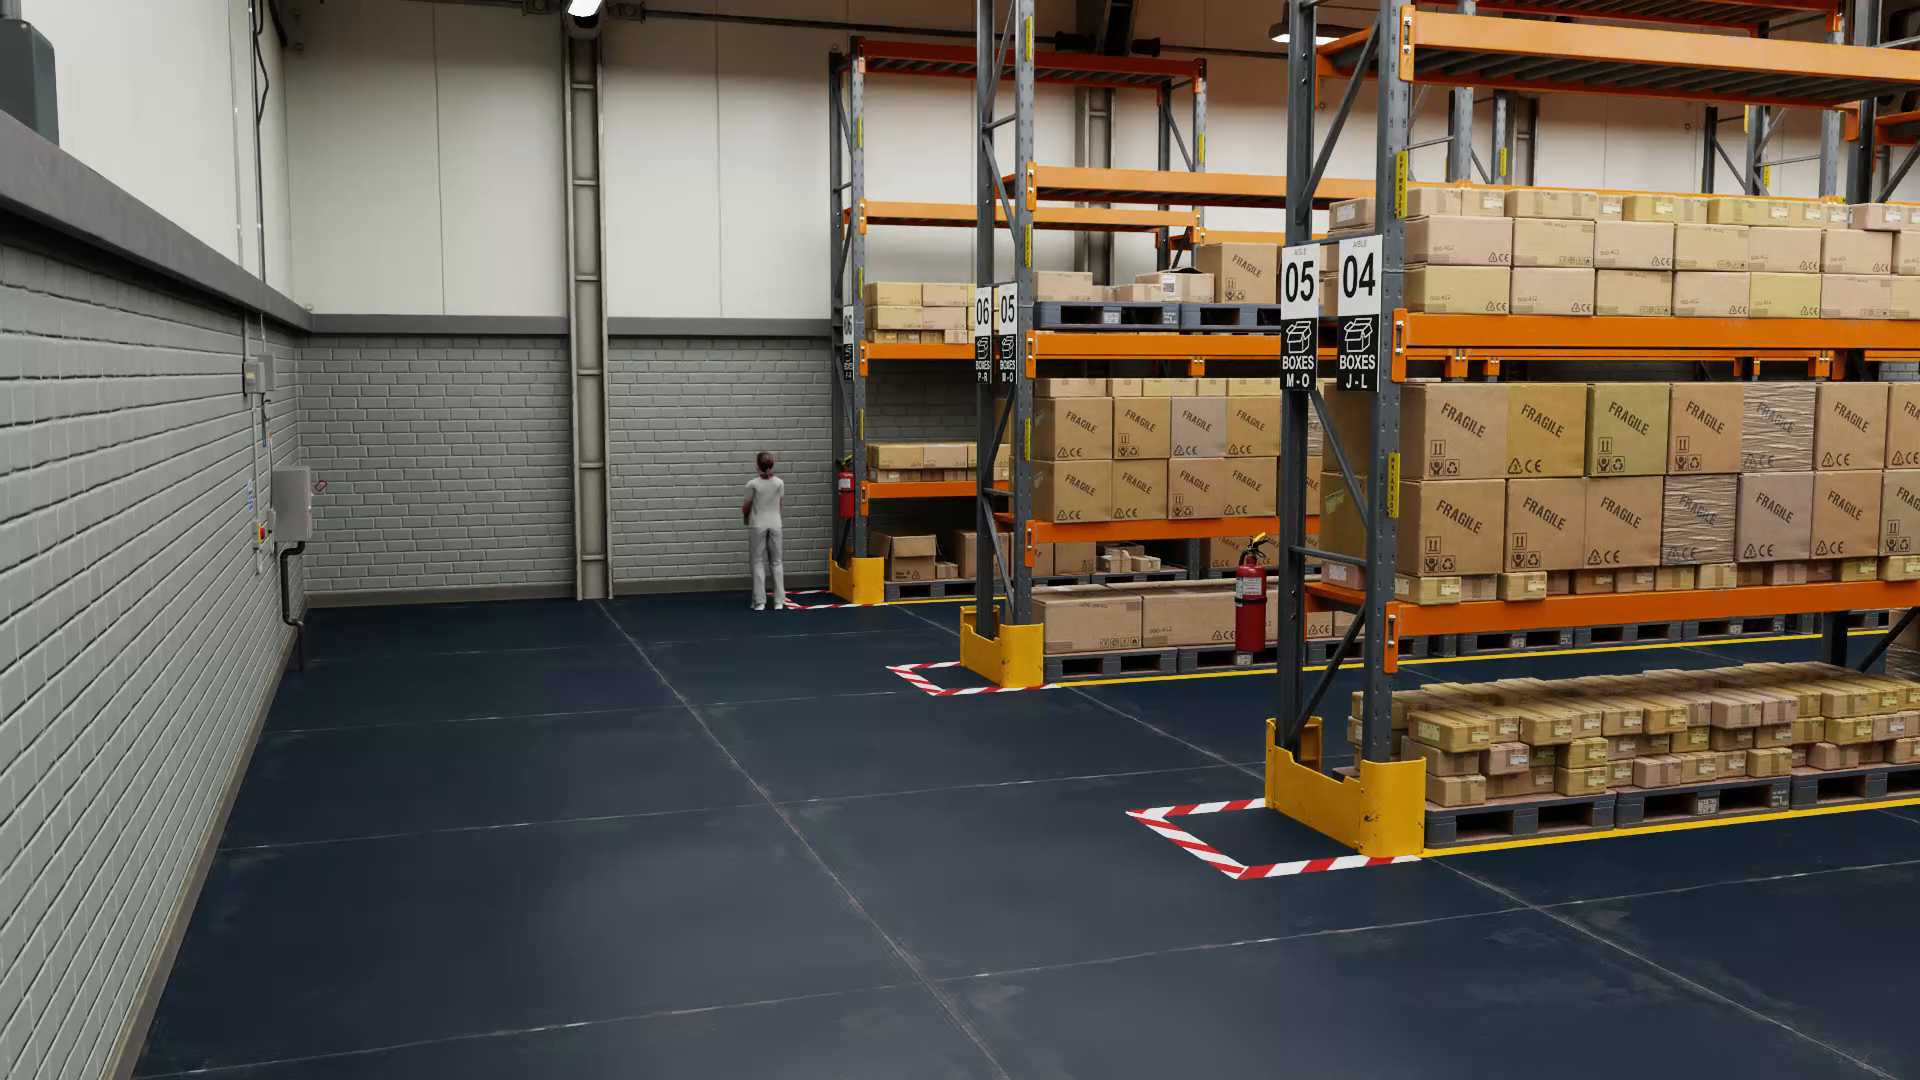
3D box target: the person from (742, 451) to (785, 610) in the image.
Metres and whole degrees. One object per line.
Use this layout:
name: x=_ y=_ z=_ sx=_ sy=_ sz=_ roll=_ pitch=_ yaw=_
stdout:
person: x=-2.082 y=-0.104 z=17.546 sx=0.458 sy=1.673 sz=0.540 roll=-3 pitch=6 yaw=-23
